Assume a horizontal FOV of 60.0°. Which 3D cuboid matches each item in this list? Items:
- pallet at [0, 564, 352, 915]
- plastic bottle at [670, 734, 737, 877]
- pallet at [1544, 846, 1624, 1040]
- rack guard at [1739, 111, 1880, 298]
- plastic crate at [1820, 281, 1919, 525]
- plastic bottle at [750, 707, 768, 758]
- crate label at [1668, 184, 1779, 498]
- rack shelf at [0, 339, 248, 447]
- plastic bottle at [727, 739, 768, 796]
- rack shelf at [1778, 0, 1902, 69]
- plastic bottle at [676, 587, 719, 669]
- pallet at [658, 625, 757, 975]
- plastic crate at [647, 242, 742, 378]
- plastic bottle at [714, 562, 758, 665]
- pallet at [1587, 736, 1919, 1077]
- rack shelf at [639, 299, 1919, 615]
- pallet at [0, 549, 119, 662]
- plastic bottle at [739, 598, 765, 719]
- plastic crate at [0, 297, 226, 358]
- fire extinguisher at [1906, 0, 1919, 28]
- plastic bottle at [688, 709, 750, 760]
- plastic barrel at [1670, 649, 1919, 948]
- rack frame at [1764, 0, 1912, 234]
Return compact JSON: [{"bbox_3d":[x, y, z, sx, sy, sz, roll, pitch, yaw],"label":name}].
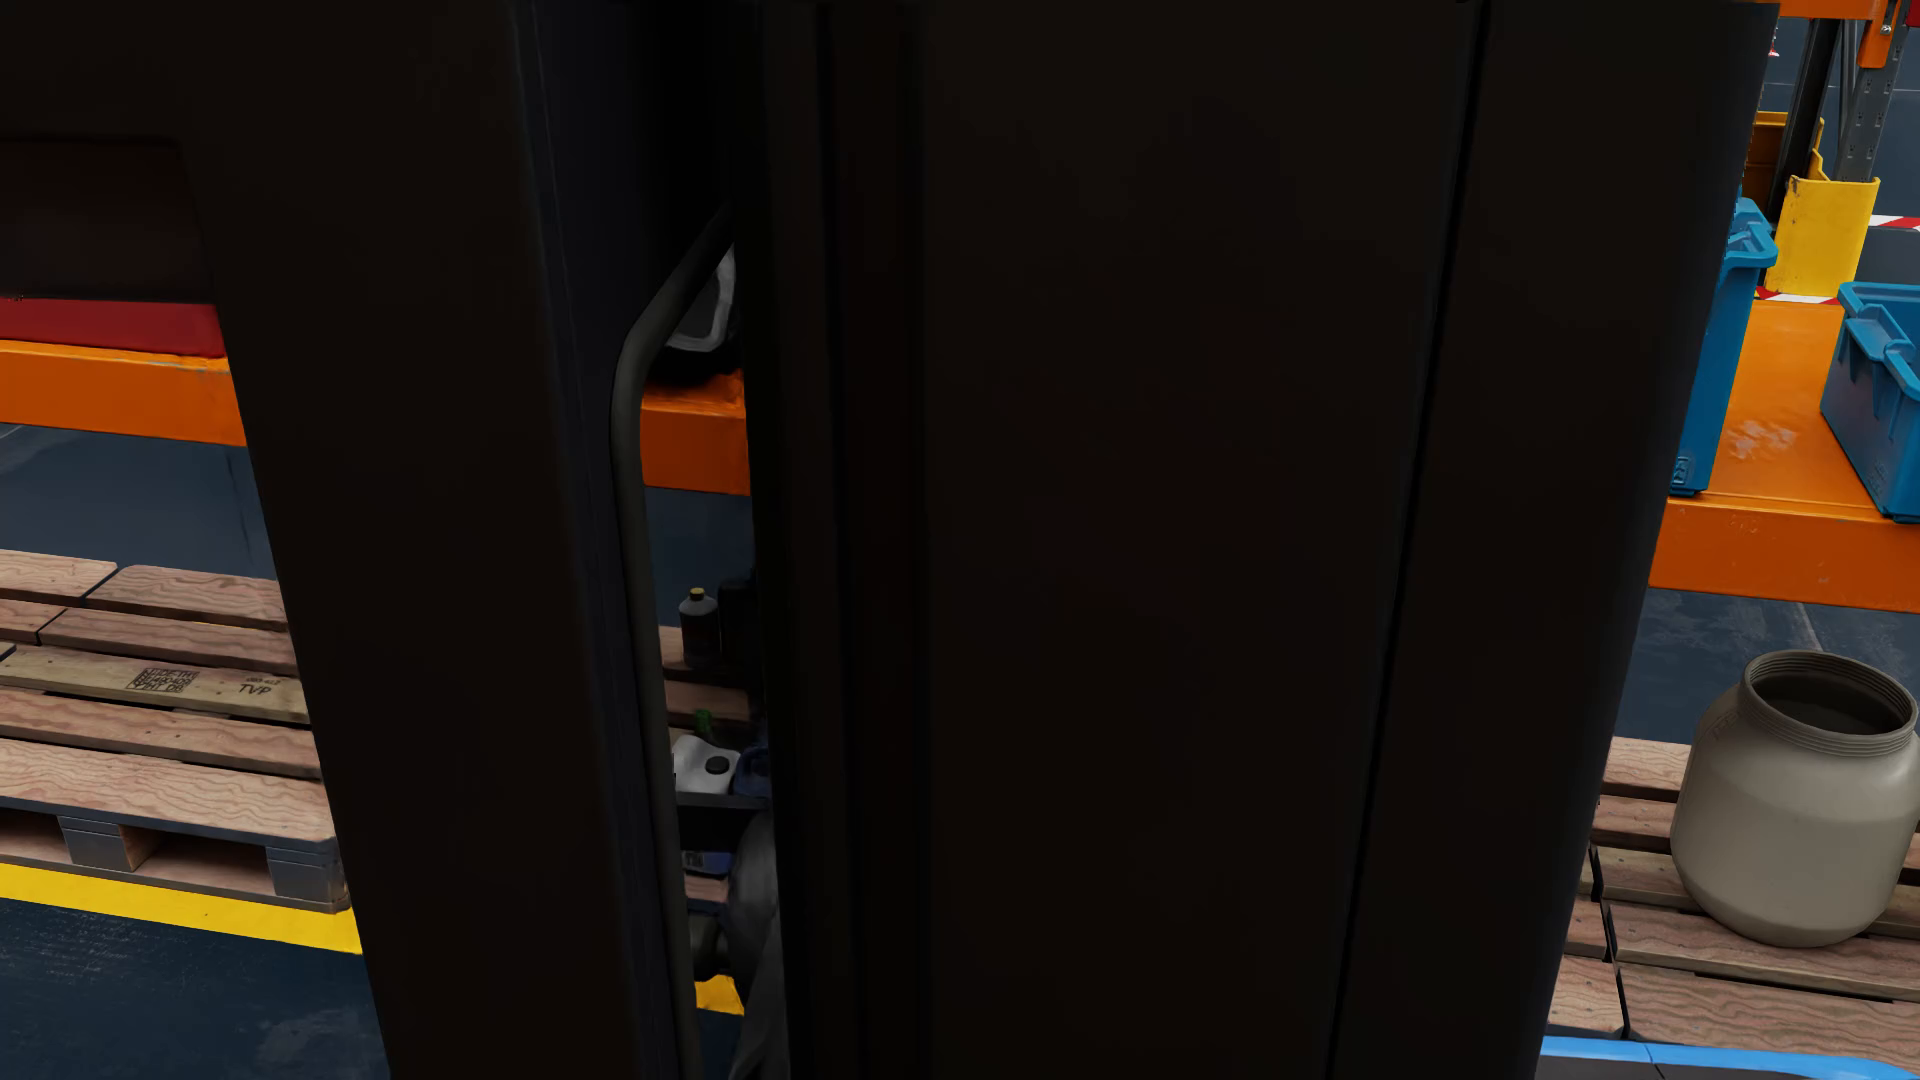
[{"bbox_3d":[-1.859,0.453,4.203,1.213,0.211,1.003,6,29,11],"label":"pallet"},{"bbox_3d":[-0.541,0.549,3.502,0.135,0.276,0.152,7,29,12],"label":"plastic bottle"},{"bbox_3d":[0.762,0.721,3.713,1.213,0.211,1.003,6,29,11],"label":"pallet"},{"bbox_3d":[3.789,-1.546,7.553,0.348,0.500,1.175,6,29,11],"label":"rack guard"},{"bbox_3d":[1.643,-0.221,2.685,0.408,0.251,0.499,6,29,11],"label":"plastic crate"},{"bbox_3d":[-0.350,0.467,3.574,0.185,0.351,0.144,6,29,11],"label":"plastic bottle"},{"bbox_3d":[0.972,-0.382,2.787,0.616,0.435,0.502,6,29,11],"label":"crate label"},{"bbox_3d":[-3.039,-0.595,3.962,4.000,0.370,1.077,6,29,11],"label":"rack shelf"},{"bbox_3d":[-0.380,0.535,3.450,0.185,0.351,0.144,7,29,12],"label":"plastic bottle"},{"bbox_3d":[1.907,-2.520,7.478,4.000,0.370,1.077,6,29,11],"label":"rack shelf"},{"bbox_3d":[-0.663,0.215,4.190,0.097,0.201,0.097,0,29,0],"label":"plastic bottle"},{"bbox_3d":[-0.435,0.600,3.934,1.213,0.211,1.003,6,29,11],"label":"pallet"},{"bbox_3d":[-0.598,-0.571,3.233,0.504,0.338,0.767,6,29,11],"label":"plastic crate"},{"bbox_3d":[-0.544,0.182,4.165,0.133,0.283,0.061,7,30,13],"label":"plastic bottle"},{"bbox_3d":[1.951,0.845,3.487,1.213,0.211,1.003,6,29,11],"label":"pallet"},{"bbox_3d":[0.873,-0.194,3.230,4.000,0.370,1.077,6,29,11],"label":"rack shelf"},{"bbox_3d":[-3.056,0.331,4.425,1.213,0.211,1.003,6,29,11],"label":"pallet"},{"bbox_3d":[-0.423,0.256,3.959,0.185,0.351,0.144,6,29,11],"label":"plastic bottle"},{"bbox_3d":[-1.621,-0.643,3.234,0.583,0.464,0.402,6,29,11],"label":"plastic crate"},{"bbox_3d":[3.879,-2.373,6.542,0.183,0.674,0.296,6,29,11],"label":"fire extinguisher"},{"bbox_3d":[-0.519,0.496,3.591,0.133,0.283,0.061,6,29,11],"label":"plastic bottle"},{"bbox_3d":[1.679,0.518,3.334,0.421,0.512,0.421,0,29,0],"label":"plastic barrel"},{"bbox_3d":[3.863,-2.635,6.939,0.127,3.000,1.000,6,29,11],"label":"rack frame"}]
